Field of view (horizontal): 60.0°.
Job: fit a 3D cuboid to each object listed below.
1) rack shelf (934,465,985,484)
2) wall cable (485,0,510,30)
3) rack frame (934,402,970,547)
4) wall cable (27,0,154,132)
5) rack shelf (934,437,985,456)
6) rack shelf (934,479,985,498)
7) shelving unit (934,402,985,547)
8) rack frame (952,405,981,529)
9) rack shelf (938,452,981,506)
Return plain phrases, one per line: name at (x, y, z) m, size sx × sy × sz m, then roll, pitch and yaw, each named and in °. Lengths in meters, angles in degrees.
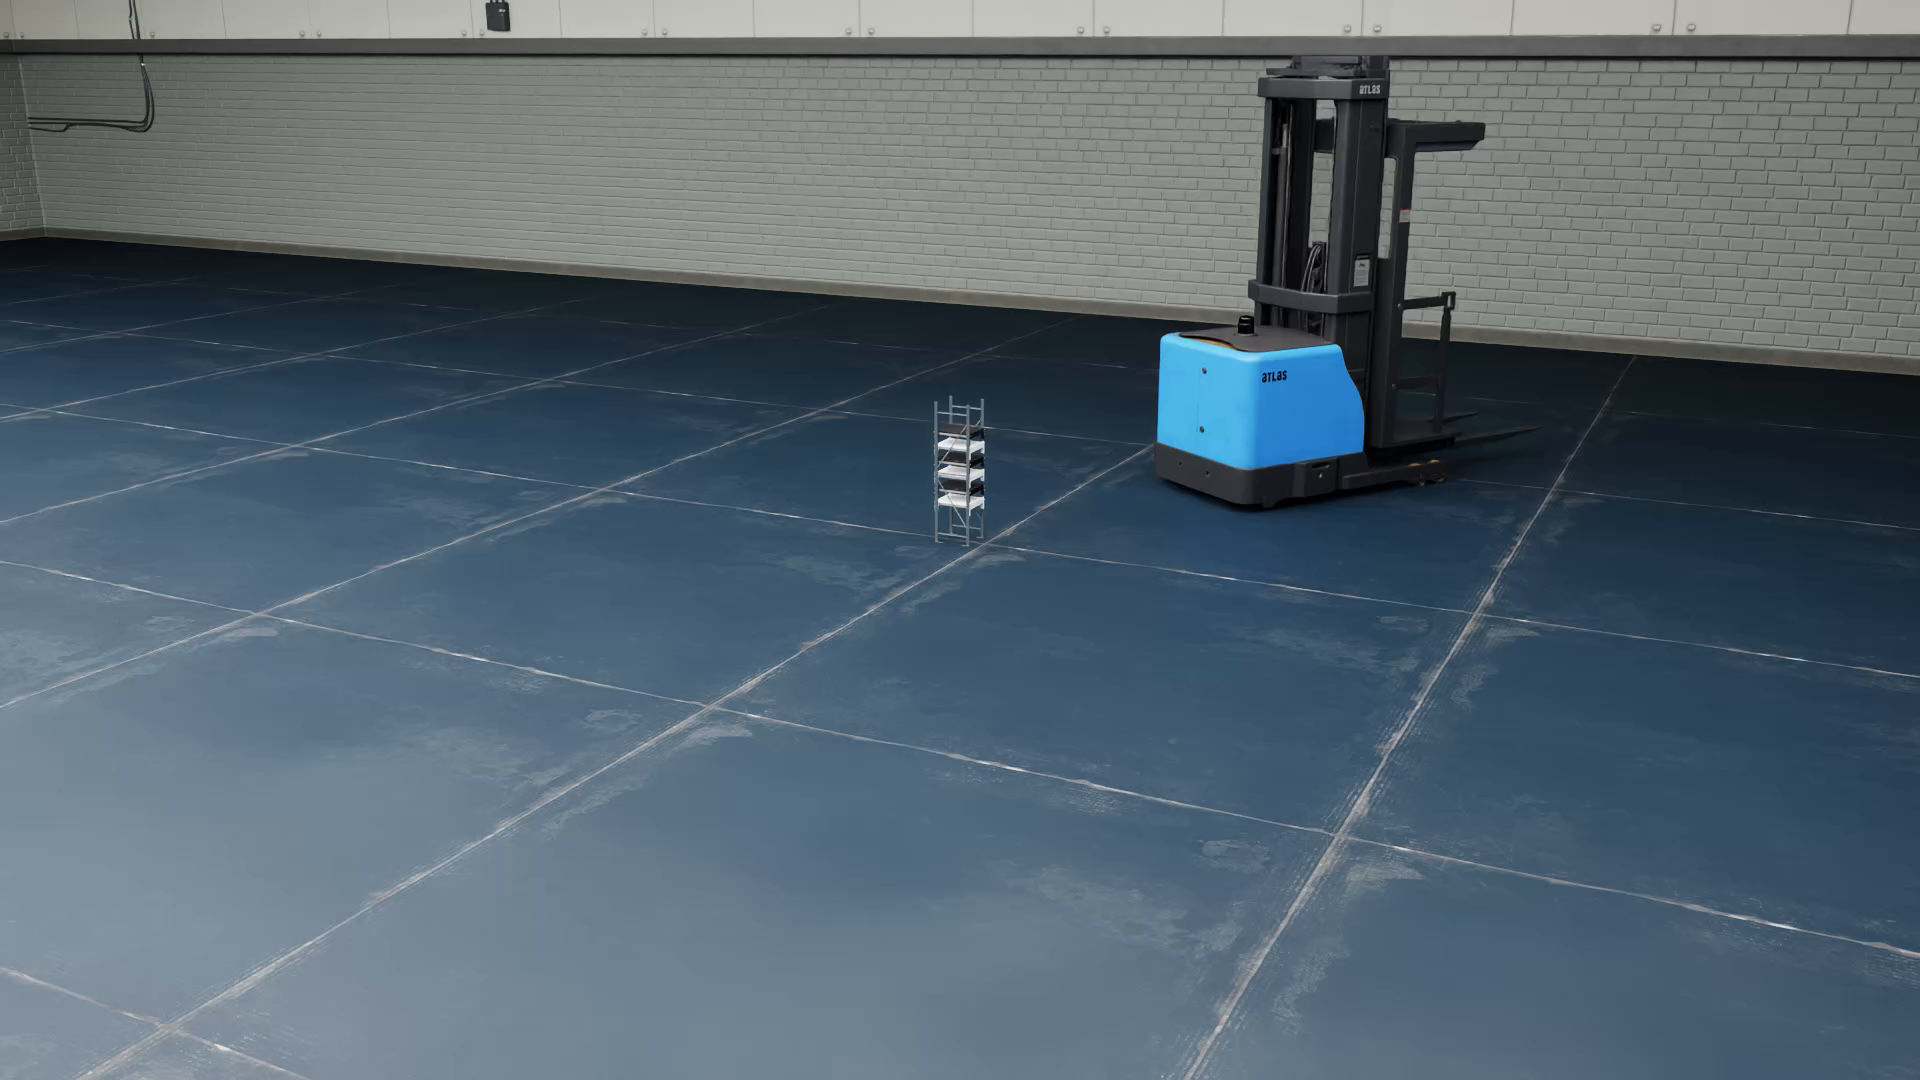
rack shelf at (-0.004, -0.397, 10.399) m, size 0.258 × 0.077 × 0.200 m, roll 8°, pitch 18°, yaw 25°
wall cable at (-5.249, -9.530, 20.833) m, size 2.305 × 6.003 × 0.169 m, roll 8°, pitch 18°, yaw 25°
rack frame at (-0.049, -0.403, 10.302) m, size 0.240 × 0.900 × 0.006 m, roll 8°, pitch 18°, yaw 25°
wall cable at (-13.735, -7.623, 25.839) m, size 3.097 × 2.526 × 0.112 m, roll 8°, pitch 18°, yaw 25°
rack shelf at (-0.004, -0.570, 10.348) m, size 0.258 × 0.077 × 0.200 m, roll 8°, pitch 18°, yaw 25°
rack shelf at (-0.004, -0.311, 10.424) m, size 0.258 × 0.077 × 0.200 m, roll 8°, pitch 18°, yaw 25°
shelving unit at (-0.004, -0.429, 10.389) m, size 0.258 × 0.900 × 0.208 m, roll 8°, pitch 18°, yaw 25°
rack frame at (0.041, -0.455, 10.477) m, size 0.228 × 0.785 × 0.003 m, roll 8°, pitch 18°, yaw 25°
rack shelf at (-0.004, -0.381, 10.404) m, size 0.221 × 0.281 × 0.190 m, roll 8°, pitch 18°, yaw 25°
